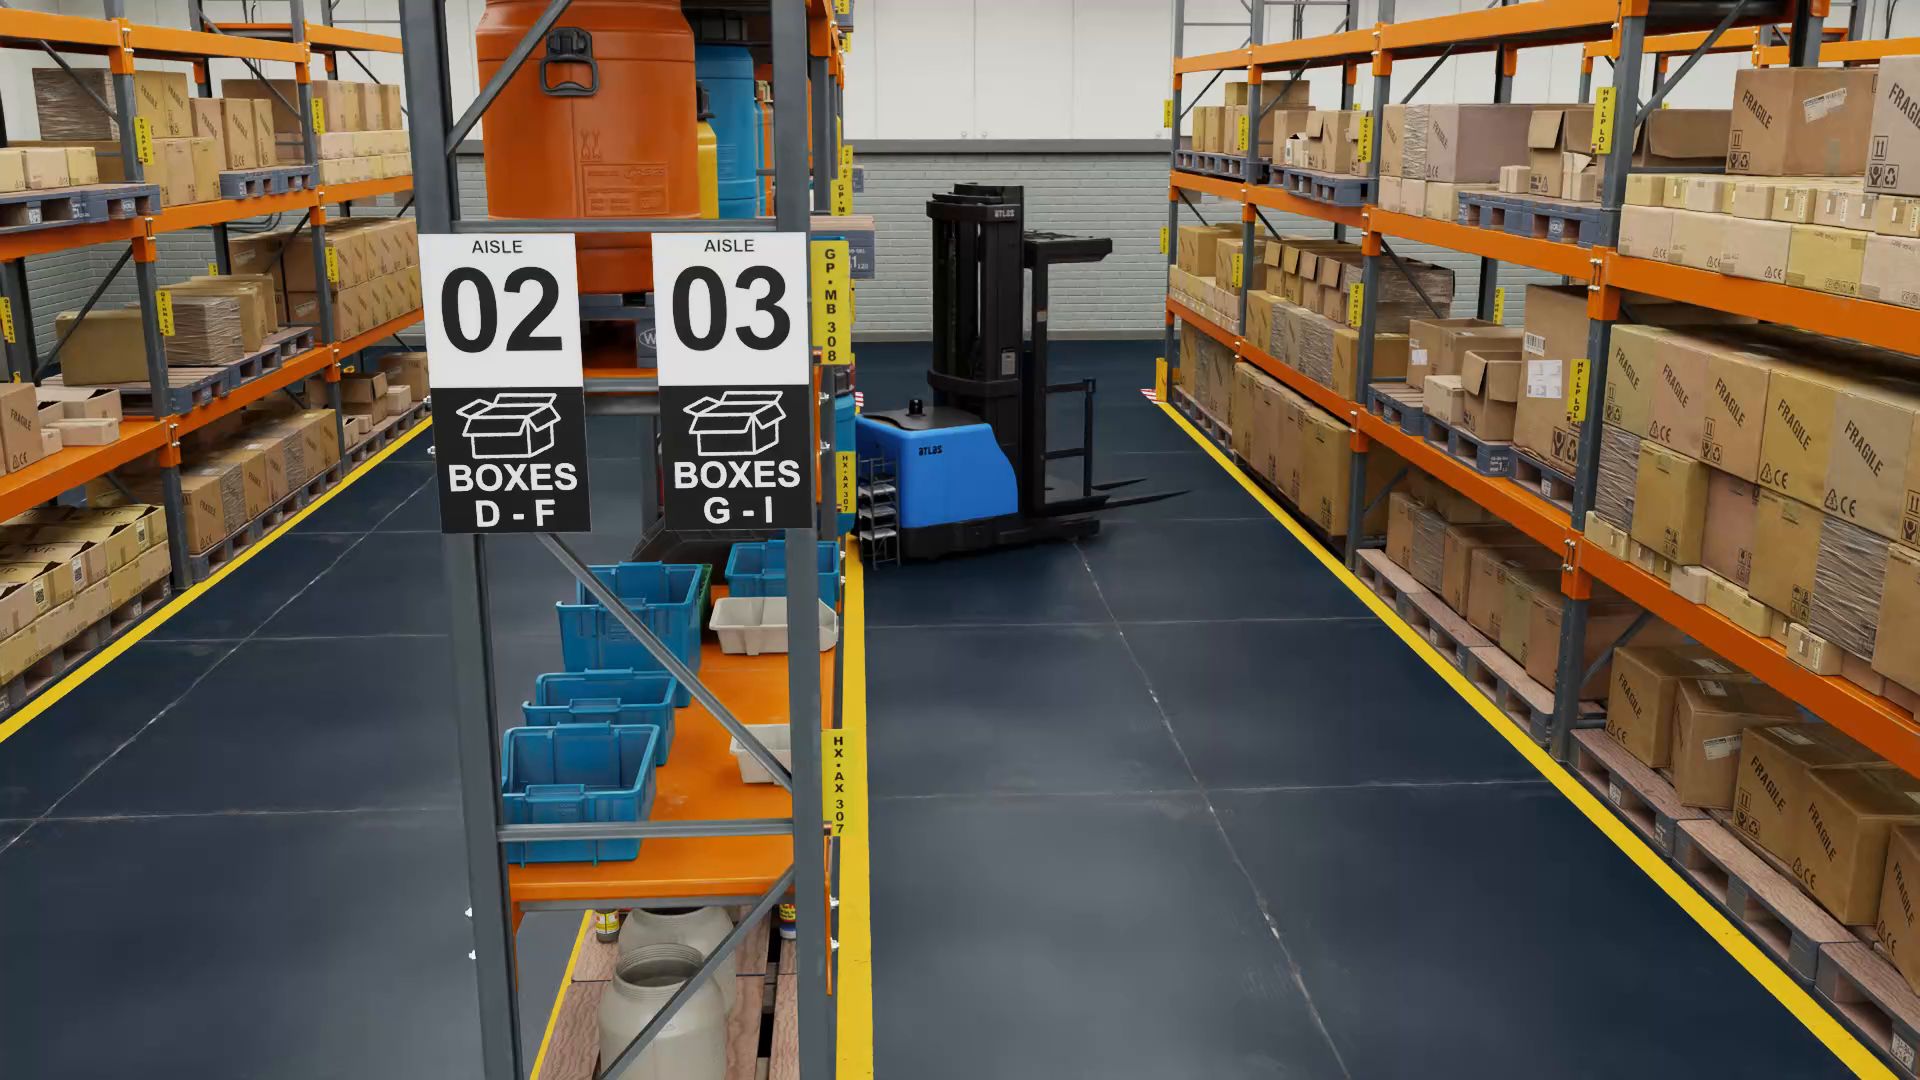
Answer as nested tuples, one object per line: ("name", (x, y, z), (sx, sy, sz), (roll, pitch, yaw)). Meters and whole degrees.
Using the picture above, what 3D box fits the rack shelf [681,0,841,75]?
("rack shelf", (-1.264, -3.019, 9.949), (1.077, 0.370, 4.000), (-1, 14, -3))

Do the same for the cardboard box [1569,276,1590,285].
("cardboard box", (7.769, -3.348, 20.220), (0.500, 0.500, 0.500), (0, 14, -1))

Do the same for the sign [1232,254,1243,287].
("sign", (2.754, -2.674, 16.501), (0.100, 0.325, 0.005), (-1, 14, -3))

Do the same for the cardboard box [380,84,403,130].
("cardboard box", (-6.780, -4.925, 18.923), (0.700, 0.500, 0.500), (-1, 14, -3))

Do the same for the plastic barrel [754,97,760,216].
("plastic barrel", (-1.429, -2.140, 9.298), (0.600, 0.901, 0.600), (0, 14, 0))

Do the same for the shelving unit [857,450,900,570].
("shelving unit", (-0.642, -0.236, 13.127), (0.258, 0.900, 0.210), (-10, 17, -30))

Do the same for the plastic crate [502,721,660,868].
("plastic crate", (-1.222, 0.788, 5.242), (0.499, 0.251, 0.616), (-1, 14, -3))

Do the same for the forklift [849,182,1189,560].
("forklift", (0.587, -1.511, 14.016), (3.031, 2.935, 1.130), (-9, 17, -31))

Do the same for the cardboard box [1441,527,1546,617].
("cardboard box", (3.706, 0.212, 11.315), (0.700, 0.500, 0.500), (0, 14, 1))

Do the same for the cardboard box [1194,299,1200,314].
("cardboard box", (2.849, -2.622, 18.702), (0.380, 0.149, 0.250), (-1, 14, -5))

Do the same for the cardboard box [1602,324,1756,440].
("cardboard box", (3.577, -0.796, 8.297), (0.500, 0.500, 0.500), (-1, 14, -3))

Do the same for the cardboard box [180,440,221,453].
("cardboard box", (-6.695, -0.569, 14.350), (0.500, 0.500, 0.500), (-1, 14, -6))

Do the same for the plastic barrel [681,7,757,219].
("plastic barrel", (-1.185, -1.808, 7.167), (0.600, 0.901, 0.708), (-1, 14, -3))

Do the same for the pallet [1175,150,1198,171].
("pallet", (3.116, -4.445, 19.441), (1.003, 0.211, 1.213), (-1, 14, -3))

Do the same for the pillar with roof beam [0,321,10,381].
("pillar with roof beam", (-8.506, -6.620, 21.697), (9.100, 9.000, 0.400), (-1, 14, -3))

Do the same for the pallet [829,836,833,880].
("pallet", (-1.140, 1.359, 8.320), (1.003, 0.211, 1.213), (-1, 14, -3))

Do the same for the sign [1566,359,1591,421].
("sign", (3.249, -0.787, 8.740), (0.100, 0.325, 0.005), (-1, 14, -3))

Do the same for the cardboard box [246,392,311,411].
("cardboard box", (-6.898, -1.213, 16.853), (0.500, 0.500, 0.500), (-1, 14, -3))

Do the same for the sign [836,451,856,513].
("sign", (-0.590, -0.299, 8.612), (0.100, 0.325, 0.005), (-1, 14, -3))

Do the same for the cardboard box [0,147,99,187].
("cardboard box", (-6.248, -2.550, 11.354), (0.500, 0.250, 0.500), (-2, 15, -8))

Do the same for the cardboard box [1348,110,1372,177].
("cardboard box", (3.446, -3.087, 12.934), (0.797, 0.503, 0.637), (0, 14, 0))

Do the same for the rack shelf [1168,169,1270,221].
("rack shelf", (3.184, -3.827, 18.303), (1.077, 0.370, 4.000), (-1, 14, -3))

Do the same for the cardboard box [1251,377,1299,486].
("cardboard box", (3.423, -1.018, 15.385), (1.225, 0.875, 0.875), (-1, 14, -5))

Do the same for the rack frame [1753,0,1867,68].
("rack frame", (8.264, -5.182, 16.106), (1.000, 3.000, 0.127), (-1, 14, -3))

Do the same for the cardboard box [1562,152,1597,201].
("cardboard box", (3.645, -2.058, 9.414), (0.396, 0.266, 0.258), (0, 14, -1))

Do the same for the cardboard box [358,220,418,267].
("cardboard box", (-6.494, -3.368, 18.890), (0.500, 0.500, 0.500), (0, 14, -2))

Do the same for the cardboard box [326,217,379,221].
("cardboard box", (-7.063, -3.486, 19.348), (0.500, 0.500, 0.500), (0, 14, -2))

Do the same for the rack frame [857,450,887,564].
("rack frame", (-0.695, -0.258, 13.211), (0.240, 0.900, 0.006), (-10, 17, -30))

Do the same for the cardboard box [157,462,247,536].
("cardboard box", (-6.113, -0.328, 13.416), (0.500, 0.500, 0.500), (-1, 14, -5))

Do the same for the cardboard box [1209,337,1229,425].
("cardboard box", (3.291, -1.788, 18.379), (0.875, 0.875, 0.875), (-1, 14, -3))

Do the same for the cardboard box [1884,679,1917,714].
("cardboard box", (3.771, 0.565, 6.316), (0.380, 0.149, 0.250), (-1, 14, -3))

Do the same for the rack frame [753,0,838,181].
("rack frame", (-1.388, -4.059, 11.743), (1.000, 3.000, 0.127), (-1, 14, -3))

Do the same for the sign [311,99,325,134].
("sign", (-6.026, -3.976, 15.612), (0.100, 0.325, 0.005), (-1, 14, -3))

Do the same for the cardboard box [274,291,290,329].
("cardboard box", (-6.867, -2.242, 16.518), (0.500, 0.500, 0.500), (-1, 14, -3))

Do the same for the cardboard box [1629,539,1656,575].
("cardboard box", (3.562, 0.069, 8.244), (0.380, 0.149, 0.250), (-1, 14, -3))

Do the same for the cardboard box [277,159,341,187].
("cardboard box", (-6.363, -3.578, 16.193), (0.500, 0.250, 0.500), (-1, 14, -3))

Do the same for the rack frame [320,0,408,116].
("rack frame", (-6.828, -5.973, 19.182), (1.000, 3.000, 0.127), (-1, 14, -3))

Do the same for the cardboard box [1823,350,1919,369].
("cardboard box", (4.168, -0.556, 7.362), (0.500, 0.500, 0.500), (-1, 14, -3))

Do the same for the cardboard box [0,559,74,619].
("cardboard box", (-5.958, 0.284, 10.451), (0.500, 0.311, 0.500), (0, 14, -2))

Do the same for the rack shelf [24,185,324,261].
("rack shelf", (-6.456, -2.680, 13.846), (1.077, 0.370, 4.000), (-1, 14, -3))

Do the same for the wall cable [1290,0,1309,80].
("wall cable", (6.149, -9.142, 25.044), (2.277, 5.999, 0.120), (-1, 14, -3))

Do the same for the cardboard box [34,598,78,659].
("cardboard box", (-5.958, 0.558, 10.512), (0.500, 0.250, 0.500), (-1, 14, -2))

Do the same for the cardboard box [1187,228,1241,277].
("cardboard box", (2.889, -3.278, 18.944), (0.500, 0.500, 0.500), (-1, 14, -5))

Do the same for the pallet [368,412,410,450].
("pallet", (-6.700, -1.197, 18.256), (1.003, 0.211, 1.213), (-1, 14, -3))

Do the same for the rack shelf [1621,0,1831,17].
("rack shelf", (3.927, -2.293, 6.330), (1.077, 0.370, 4.000), (-1, 14, -3))

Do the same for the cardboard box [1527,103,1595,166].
("cardboard box", (3.893, -2.608, 10.918), (0.500, 0.500, 0.500), (-1, 14, -2))

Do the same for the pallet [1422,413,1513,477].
("pallet", (3.719, -0.645, 10.900), (1.003, 0.211, 1.213), (-1, 14, -3))

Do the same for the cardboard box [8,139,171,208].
("cardboard box", (-6.393, -2.687, 12.230), (0.910, 0.500, 0.500), (-1, 14, -3))

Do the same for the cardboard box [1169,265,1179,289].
("cardboard box", (2.820, -3.168, 20.022), (0.500, 0.250, 0.500), (-1, 14, -5))

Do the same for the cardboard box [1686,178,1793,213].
("cardboard box", (3.596, -1.590, 7.666), (0.380, 0.149, 0.250), (-1, 14, -3))

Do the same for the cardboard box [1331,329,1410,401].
("cardboard box", (3.277, -1.397, 13.237), (0.500, 0.500, 0.500), (0, 14, -2))

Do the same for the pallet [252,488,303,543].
("pallet", (-6.413, -0.217, 14.444), (1.003, 0.211, 1.213), (-1, 14, -3))

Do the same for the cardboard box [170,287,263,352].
("cardboard box", (-6.409, -1.886, 14.294), (0.700, 0.500, 0.500), (-5, 15, -18))

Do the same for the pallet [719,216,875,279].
("pallet", (-0.998, -1.342, 7.582), (1.213, 0.211, 1.003), (-1, 14, -3))

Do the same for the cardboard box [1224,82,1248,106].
("cardboard box", (3.175, -4.833, 18.023), (0.500, 0.250, 0.500), (-1, 14, -5))

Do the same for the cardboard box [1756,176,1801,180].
("cardboard box", (4.037, -1.664, 7.956), (0.380, 0.149, 0.250), (-1, 14, -3))
